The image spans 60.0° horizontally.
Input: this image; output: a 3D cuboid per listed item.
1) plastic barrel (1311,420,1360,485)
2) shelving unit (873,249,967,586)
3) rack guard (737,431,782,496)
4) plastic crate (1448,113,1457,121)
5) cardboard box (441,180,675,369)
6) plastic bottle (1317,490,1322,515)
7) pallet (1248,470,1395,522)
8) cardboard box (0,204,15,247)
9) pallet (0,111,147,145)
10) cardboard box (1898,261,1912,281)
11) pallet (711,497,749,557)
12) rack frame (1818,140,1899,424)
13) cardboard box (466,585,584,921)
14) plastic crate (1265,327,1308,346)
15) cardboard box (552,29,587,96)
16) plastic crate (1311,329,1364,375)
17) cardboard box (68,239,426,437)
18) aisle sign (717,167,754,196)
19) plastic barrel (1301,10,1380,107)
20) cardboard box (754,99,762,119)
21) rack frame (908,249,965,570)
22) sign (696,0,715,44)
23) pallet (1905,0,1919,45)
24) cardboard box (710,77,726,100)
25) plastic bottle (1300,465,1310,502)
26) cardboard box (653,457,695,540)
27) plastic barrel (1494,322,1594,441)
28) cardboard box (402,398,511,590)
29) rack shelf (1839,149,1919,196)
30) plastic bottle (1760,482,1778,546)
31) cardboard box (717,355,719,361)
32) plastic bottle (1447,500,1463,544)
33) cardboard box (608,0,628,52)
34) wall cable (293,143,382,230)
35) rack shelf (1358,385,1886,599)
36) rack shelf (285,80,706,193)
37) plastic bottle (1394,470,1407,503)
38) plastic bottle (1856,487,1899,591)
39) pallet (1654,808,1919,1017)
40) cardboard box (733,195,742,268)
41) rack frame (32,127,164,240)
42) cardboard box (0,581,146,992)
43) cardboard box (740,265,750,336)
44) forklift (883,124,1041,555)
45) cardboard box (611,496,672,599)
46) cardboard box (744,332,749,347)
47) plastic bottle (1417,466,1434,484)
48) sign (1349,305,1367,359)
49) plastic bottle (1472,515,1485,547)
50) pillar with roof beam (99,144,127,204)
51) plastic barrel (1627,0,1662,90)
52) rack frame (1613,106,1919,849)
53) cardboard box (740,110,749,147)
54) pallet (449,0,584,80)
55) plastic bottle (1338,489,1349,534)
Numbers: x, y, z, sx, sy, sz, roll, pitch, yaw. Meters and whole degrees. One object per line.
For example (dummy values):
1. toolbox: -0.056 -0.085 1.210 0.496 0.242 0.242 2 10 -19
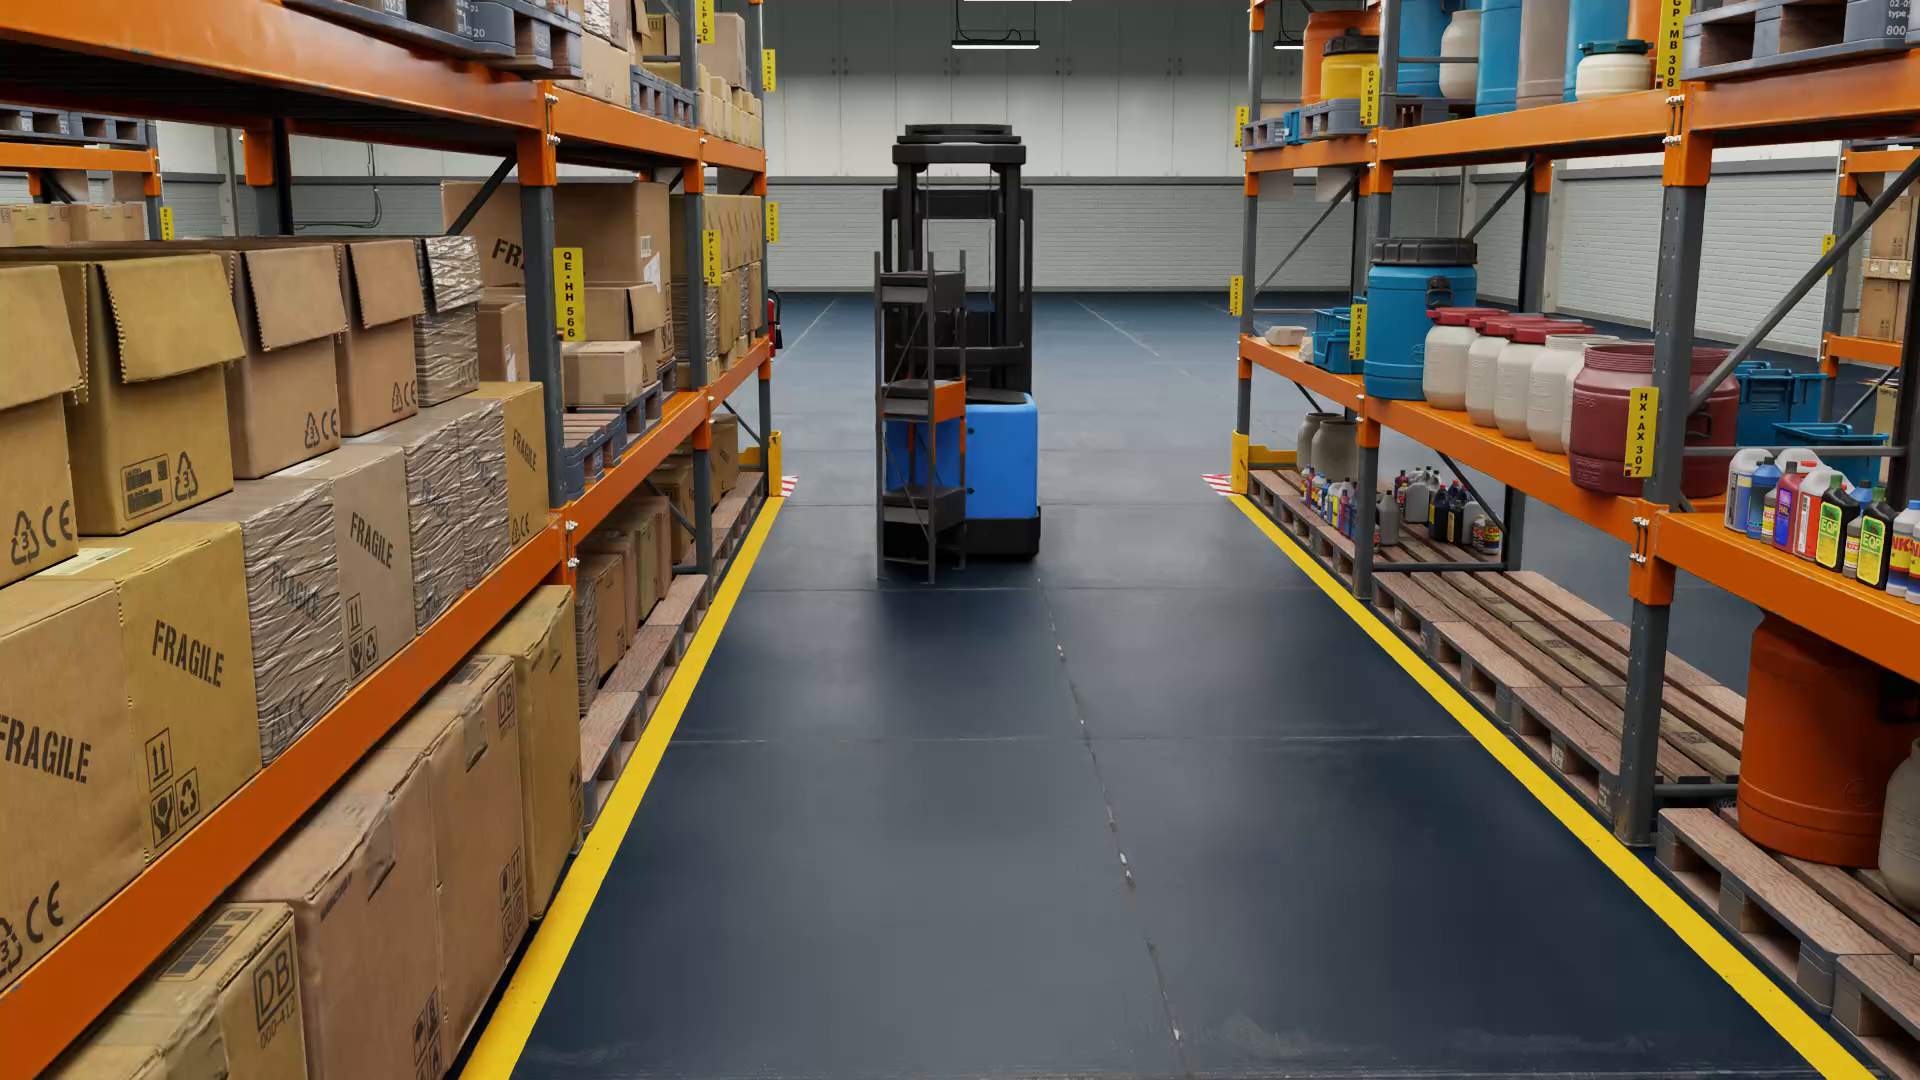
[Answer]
1. plastic barrel: 2.956 -0.661 12.974 0.421 0.512 0.421 0 11 0
2. shelving unit: -0.250 -0.800 10.720 0.431 2.100 0.503 5 13 23
3. rack guard: -2.095 -0.644 13.977 1.175 0.500 0.348 0 11 -1
4. plastic crate: 3.178 -2.791 11.258 0.336 0.188 0.450 0 11 -1
5. cardboard box: -2.137 -1.431 9.001 1.000 1.000 1.000 0 11 -1
6. plastic bottle: 2.593 -0.280 11.824 0.097 0.201 0.097 0 11 0
7. pallet: 2.915 -0.362 13.311 1.003 0.211 1.213 0 11 -1
8. cardboard box: -6.949 -1.982 11.191 0.875 0.550 0.550 0 11 -1
9. pallet: -7.032 -3.163 12.785 1.003 0.211 1.213 0 11 -1
10. cardboard box: 7.613 -2.110 13.034 0.380 0.149 0.250 0 11 -1
11. pallet: -2.091 -0.099 12.017 1.003 0.211 1.213 0 11 -1
12. rack frame: 7.808 -1.924 14.000 1.000 3.000 0.127 0 11 -1
13. cardboard box: -1.938 0.679 5.457 1.225 0.875 0.875 -1 11 -4
14. plastic crate: 2.552 -1.596 13.046 0.298 0.136 0.250 0 11 -1
15. cardboard box: -1.686 -1.785 6.147 0.500 0.250 0.500 0 11 0
16. plastic crate: 2.644 -1.256 11.078 0.499 0.251 0.616 0 11 -1
17. cardboard box: -1.922 -0.560 4.499 0.797 0.503 0.637 0 11 0
18. aisle sign: -1.798 -3.172 13.611 0.394 0.787 0.004 0 11 -1
19. plastic barrel: 2.992 -3.695 13.047 0.600 0.830 0.708 0 11 -1
20. cardboard box: -1.779 -3.422 13.214 0.380 0.149 0.250 0 11 -1
21. rack frame: -0.151 -0.844 10.939 0.400 2.100 0.015 5 13 23
22. sign: -1.459 -3.009 9.510 0.100 0.325 0.005 0 11 -1
23. pallet: 2.963 -1.278 3.743 1.003 0.211 1.213 0 11 -1
24. cardboard box: -1.737 -2.956 10.913 0.380 0.149 0.250 0 11 -2
25. plastic bottle: 2.581 -0.422 12.348 0.097 0.271 0.097 0 11 0
26. cardboard box: -2.002 -0.263 11.044 0.500 0.500 0.500 4 12 17
27. plastic barrel: 2.763 -0.753 7.886 0.433 0.535 0.433 0 11 0
28. cardboard box: -1.669 -0.147 4.987 0.500 0.500 0.500 0 11 -2
29. rack shelf: 7.849 -2.644 11.814 1.077 0.370 4.000 0 11 -1
30. plastic bottle: 2.684 -0.087 5.444 0.097 0.201 0.097 0 11 0
31. cardboard box: -1.743 -1.109 10.615 0.380 0.149 0.250 0 11 -1
32. plastic bottle: 3.229 -0.123 10.845 0.061 0.283 0.133 0 11 -1
33. cardboard box: -1.708 -2.353 7.062 0.500 0.500 0.500 -1 11 -3
34. wall cable: -17.212 -9.653 44.818 3.097 2.526 0.112 0 11 -1
35. rack shelf: 2.979 -0.359 8.096 1.077 0.370 4.000 0 11 -1
36. rack shelf: -1.973 -1.809 7.697 1.077 0.370 4.000 0 11 -1
37. plastic bottle: 3.203 -0.375 12.089 0.061 0.283 0.133 0 11 -1
38. plastic bottle: 2.678 -0.005 4.834 0.061 0.283 0.133 0 11 -1
39. pallet: 3.079 1.209 5.570 1.003 0.211 1.213 0 11 -1
40. cardboard box: -1.812 -2.163 11.660 0.500 0.500 0.500 0 11 -1
41. rack frame: -7.058 -1.884 13.802 1.000 3.000 0.127 0 11 -1
42. cardboard box: -1.608 0.360 2.491 0.500 0.500 0.500 0 11 -1
43. cardboard box: -2.015 -1.771 12.246 0.875 0.500 0.500 0 11 -1
44. forklift: -0.024 -1.575 12.451 1.130 2.935 3.031 0 11 -1
45. cardboard box: -2.023 0.042 9.486 0.700 0.500 0.500 -1 12 -6
46. cardboard box: -1.833 -1.556 12.819 0.380 0.149 0.250 0 11 -1
47. plastic bottle: 3.320 -0.348 11.787 0.144 0.351 0.185 0 11 1
48. sign: 2.388 -1.245 9.956 0.100 0.325 0.005 0 11 -1
49. plastic bottle: 3.366 -0.059 10.739 0.097 0.201 0.097 0 11 0
50. pillar with roof beam: -14.045 -9.409 35.804 9.100 9.000 0.548 0 11 -1
51. plastic barrel: 3.207 -2.289 7.174 0.600 0.830 0.708 0 11 -1
52. rack frame: 3.021 -0.314 6.065 1.000 3.000 0.127 0 11 -1
53. cardboard box: -1.817 -2.985 12.061 0.500 0.250 0.500 0 11 0
54. pallet: -1.865 -1.544 5.055 1.213 0.211 1.003 0 11 1
55. plastic bottle: 2.588 -0.191 11.182 0.061 0.283 0.133 1 11 3
